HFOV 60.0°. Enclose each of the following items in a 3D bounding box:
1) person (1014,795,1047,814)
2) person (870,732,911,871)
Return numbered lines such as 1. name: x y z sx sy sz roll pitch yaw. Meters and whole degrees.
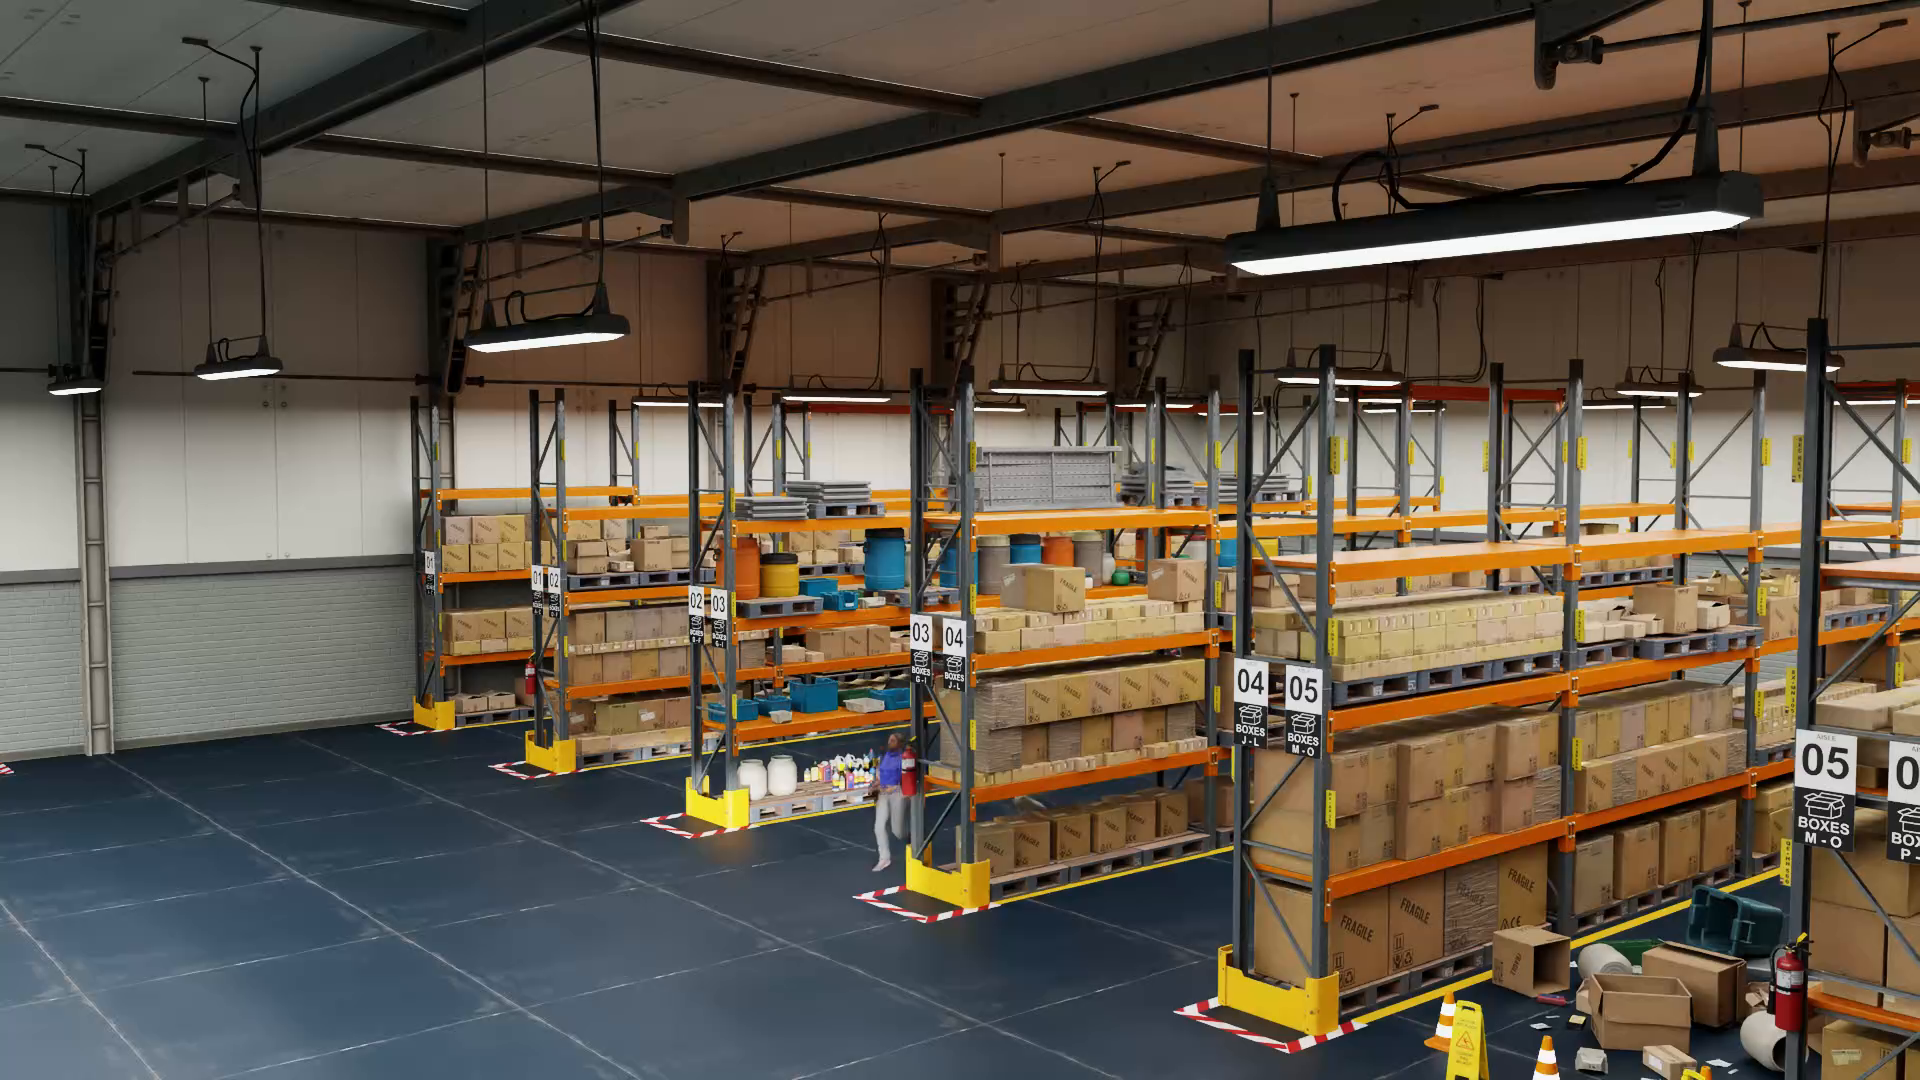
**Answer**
1. person: 0.865 3.064 21.812 0.555 1.631 0.558 -3 4 -41
2. person: -0.790 3.184 20.270 0.601 1.662 0.733 3 4 38
